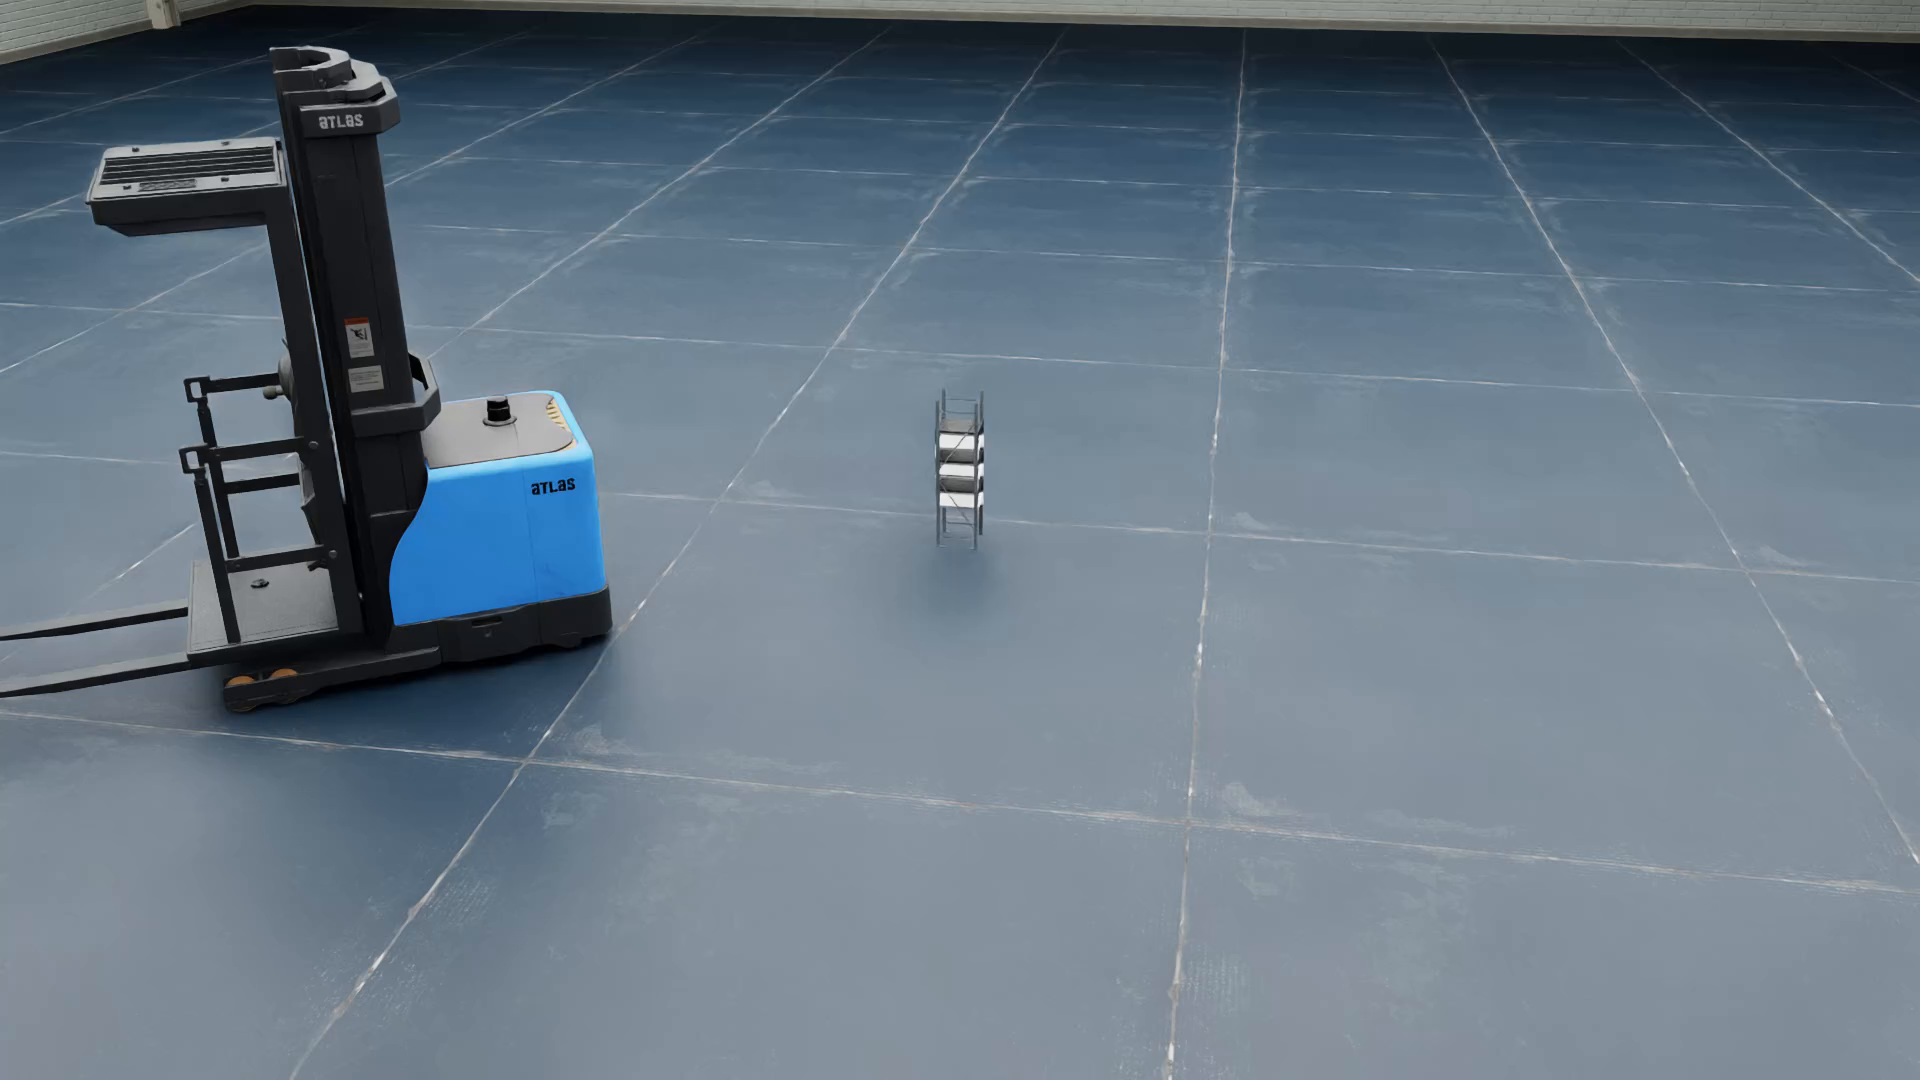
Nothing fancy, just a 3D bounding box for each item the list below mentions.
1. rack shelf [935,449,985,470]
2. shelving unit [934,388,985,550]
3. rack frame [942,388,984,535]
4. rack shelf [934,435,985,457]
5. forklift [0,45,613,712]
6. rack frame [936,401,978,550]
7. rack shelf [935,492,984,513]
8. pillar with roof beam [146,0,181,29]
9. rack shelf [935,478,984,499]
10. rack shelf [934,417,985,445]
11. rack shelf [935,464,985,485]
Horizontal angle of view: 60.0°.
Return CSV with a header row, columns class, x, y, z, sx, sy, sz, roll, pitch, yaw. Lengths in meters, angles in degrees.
class,x,y,z,sx,sy,sz,roll,pitch,yaw
rack shelf,-0.001,-0.455,9.528,0.258,0.077,0.200,4,25,9
shelving unit,-0.001,-0.404,9.552,0.258,0.900,0.210,4,25,9
rack frame,0.015,-0.447,9.643,0.240,0.900,0.006,4,25,9
rack shelf,-0.001,-0.537,9.490,0.258,0.077,0.200,4,25,9
forklift,-3.371,-0.756,7.909,3.031,2.935,1.130,-10,27,-20
rack frame,-0.018,-0.362,9.461,0.240,0.900,0.006,4,25,9
rack shelf,-0.001,-0.211,9.642,0.258,0.077,0.200,4,25,9
pillar with roof beam,-9.410,-12.608,26.071,9.100,9.000,0.400,4,25,9
rack shelf,-0.001,-0.292,9.604,0.258,0.077,0.200,4,25,9
rack shelf,-0.001,-0.619,9.452,0.258,0.077,0.200,4,25,9
rack shelf,-0.001,-0.374,9.566,0.258,0.077,0.200,4,25,9
